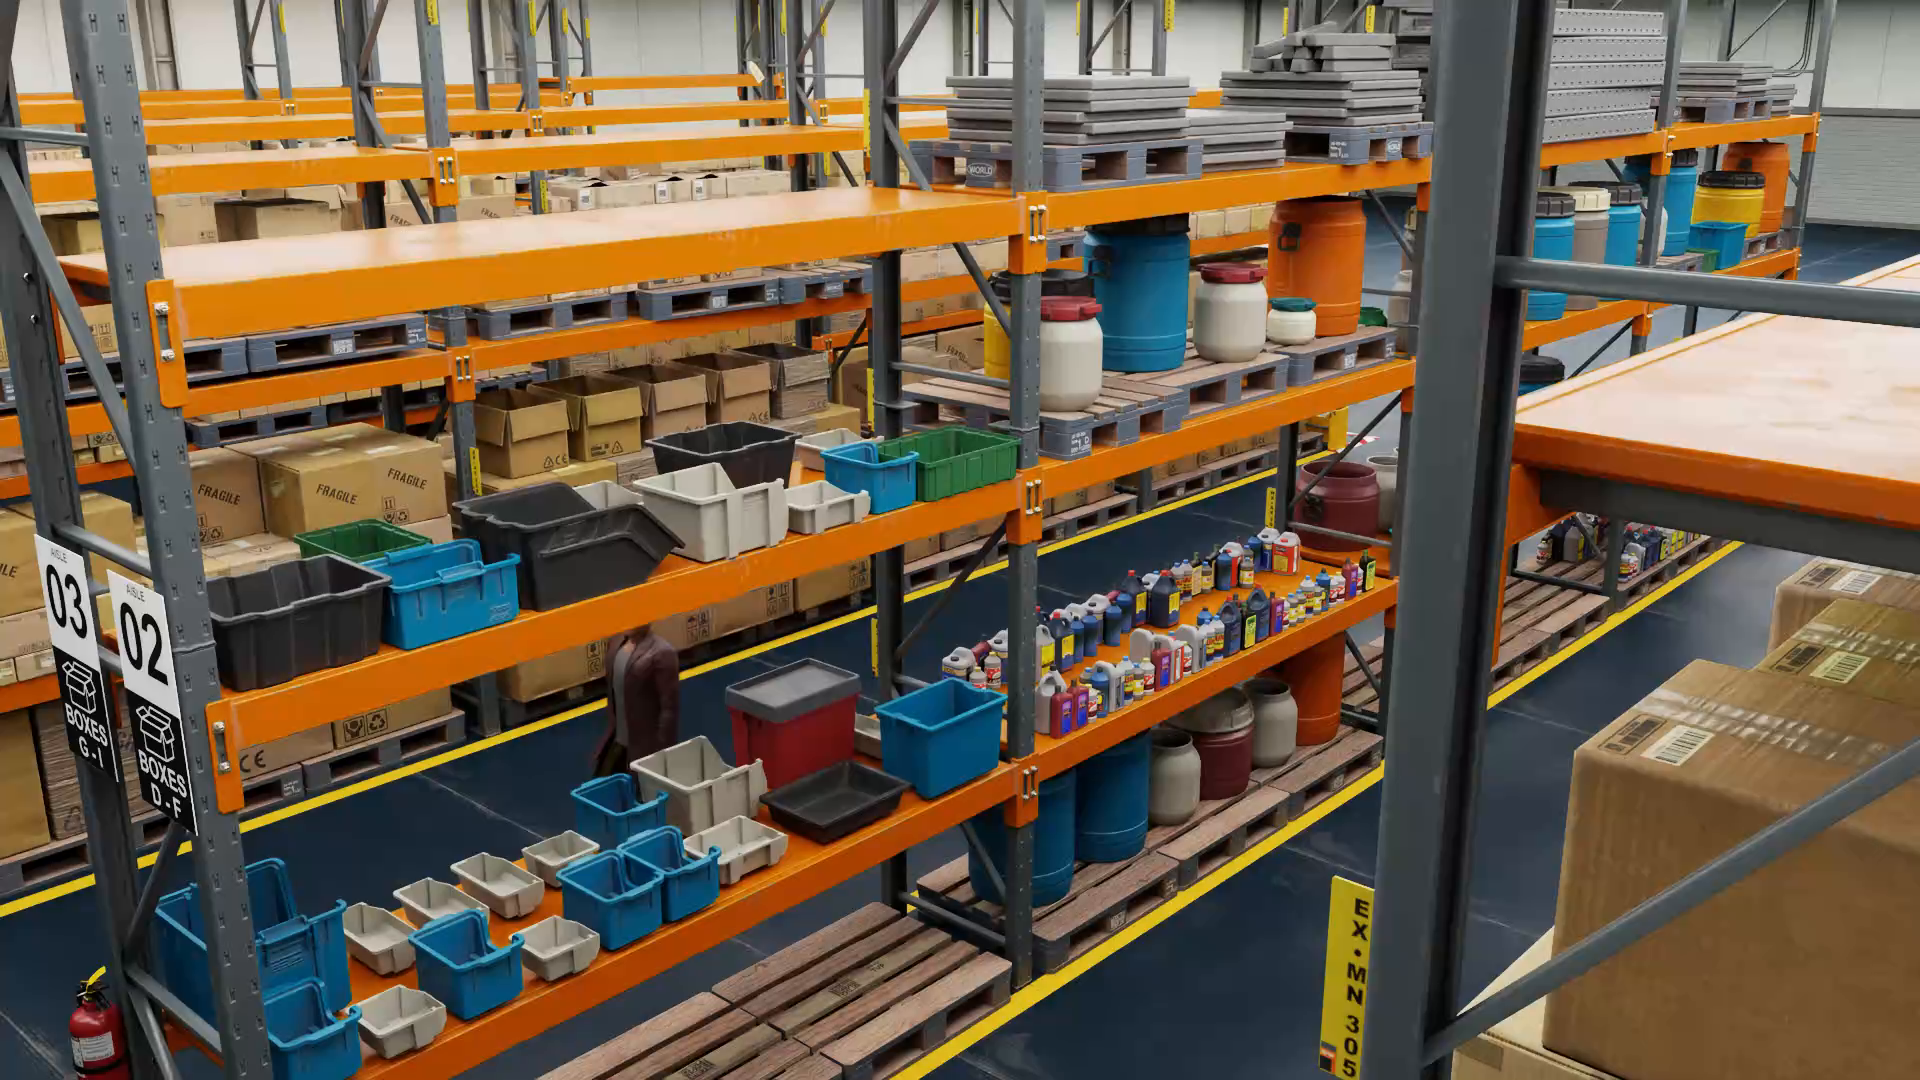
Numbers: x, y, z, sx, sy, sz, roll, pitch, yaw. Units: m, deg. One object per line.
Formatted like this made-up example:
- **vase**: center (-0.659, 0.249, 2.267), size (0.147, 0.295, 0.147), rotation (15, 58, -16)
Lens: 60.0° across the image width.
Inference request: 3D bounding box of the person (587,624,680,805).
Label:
- **person**: center (-1.871, 1.254, 9.657), size (0.649, 1.592, 0.510), rotation (13, 21, 36)
